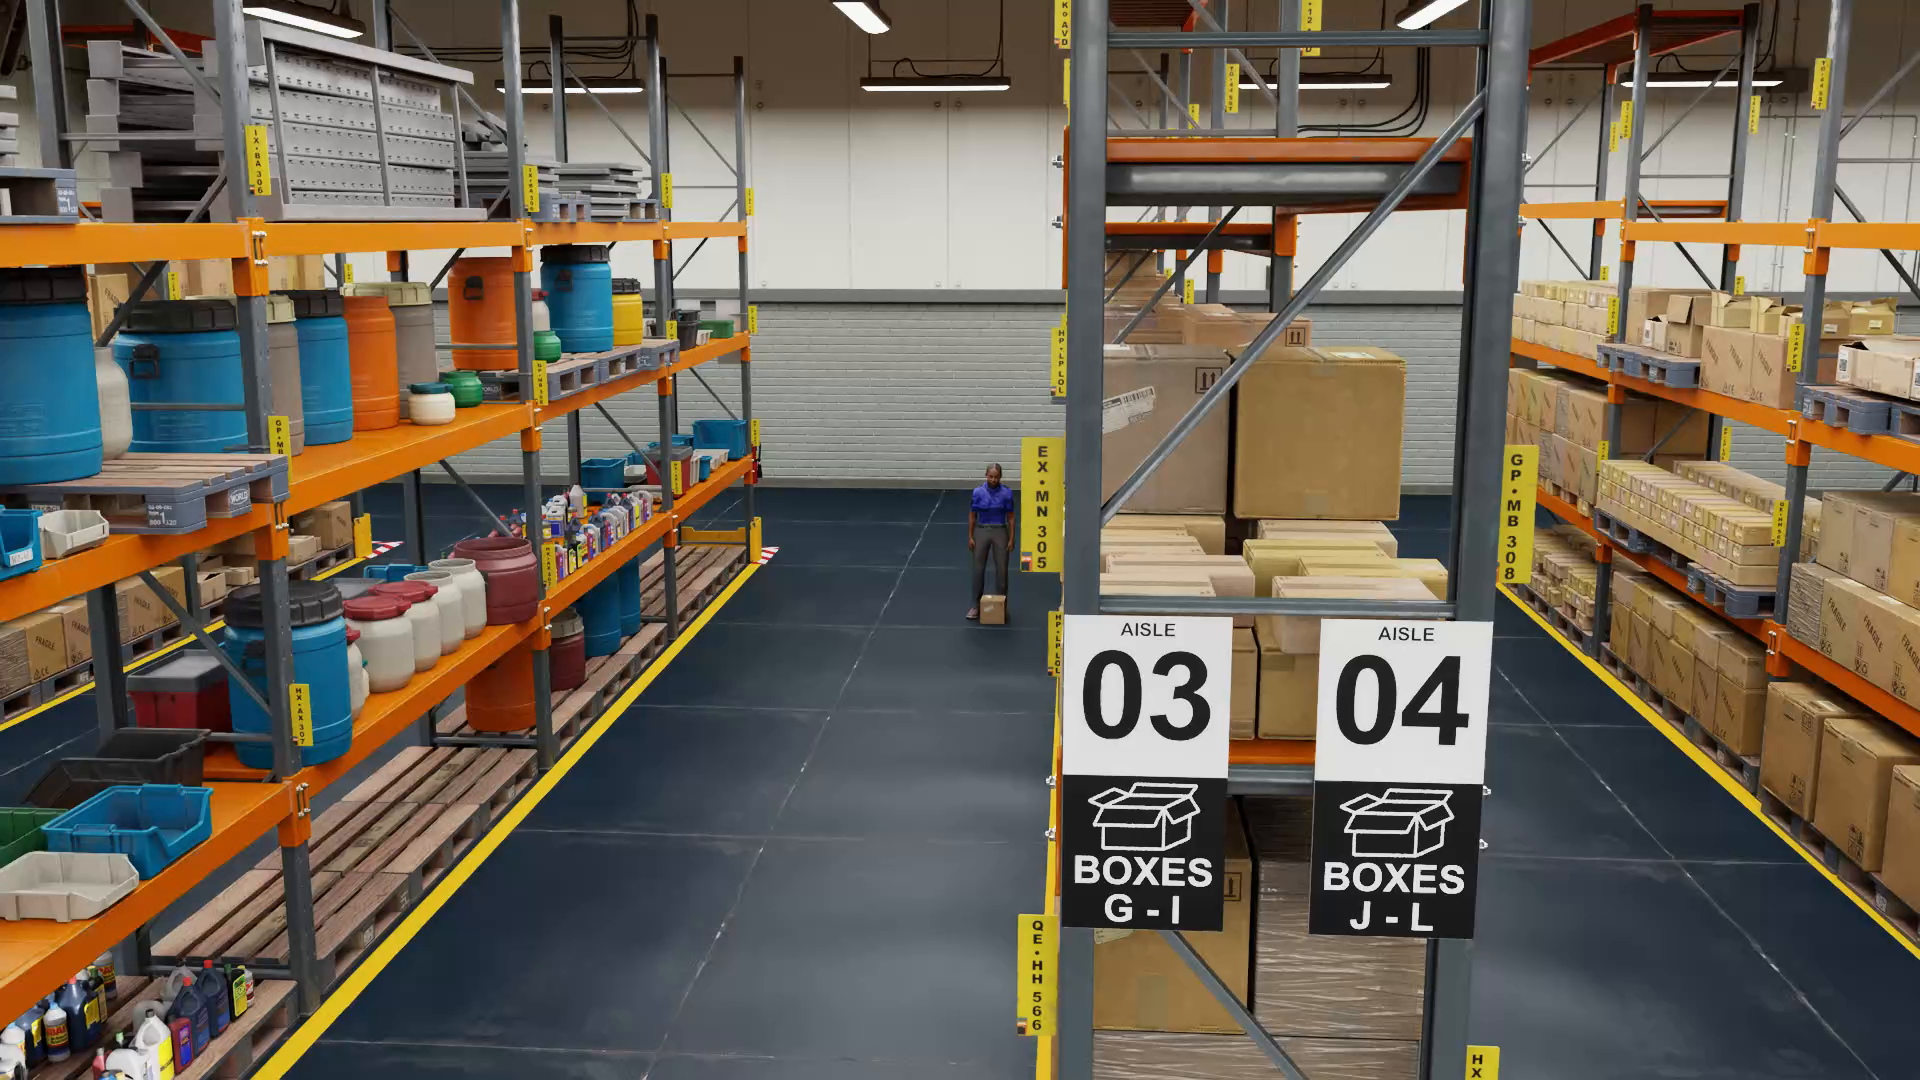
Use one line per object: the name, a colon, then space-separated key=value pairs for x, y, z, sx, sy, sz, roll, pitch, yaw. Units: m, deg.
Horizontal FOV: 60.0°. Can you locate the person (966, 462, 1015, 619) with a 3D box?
person: x=0.325 y=-0.006 z=17.477 sx=0.508 sy=1.654 sz=0.346 roll=0 pitch=11 yaw=2
